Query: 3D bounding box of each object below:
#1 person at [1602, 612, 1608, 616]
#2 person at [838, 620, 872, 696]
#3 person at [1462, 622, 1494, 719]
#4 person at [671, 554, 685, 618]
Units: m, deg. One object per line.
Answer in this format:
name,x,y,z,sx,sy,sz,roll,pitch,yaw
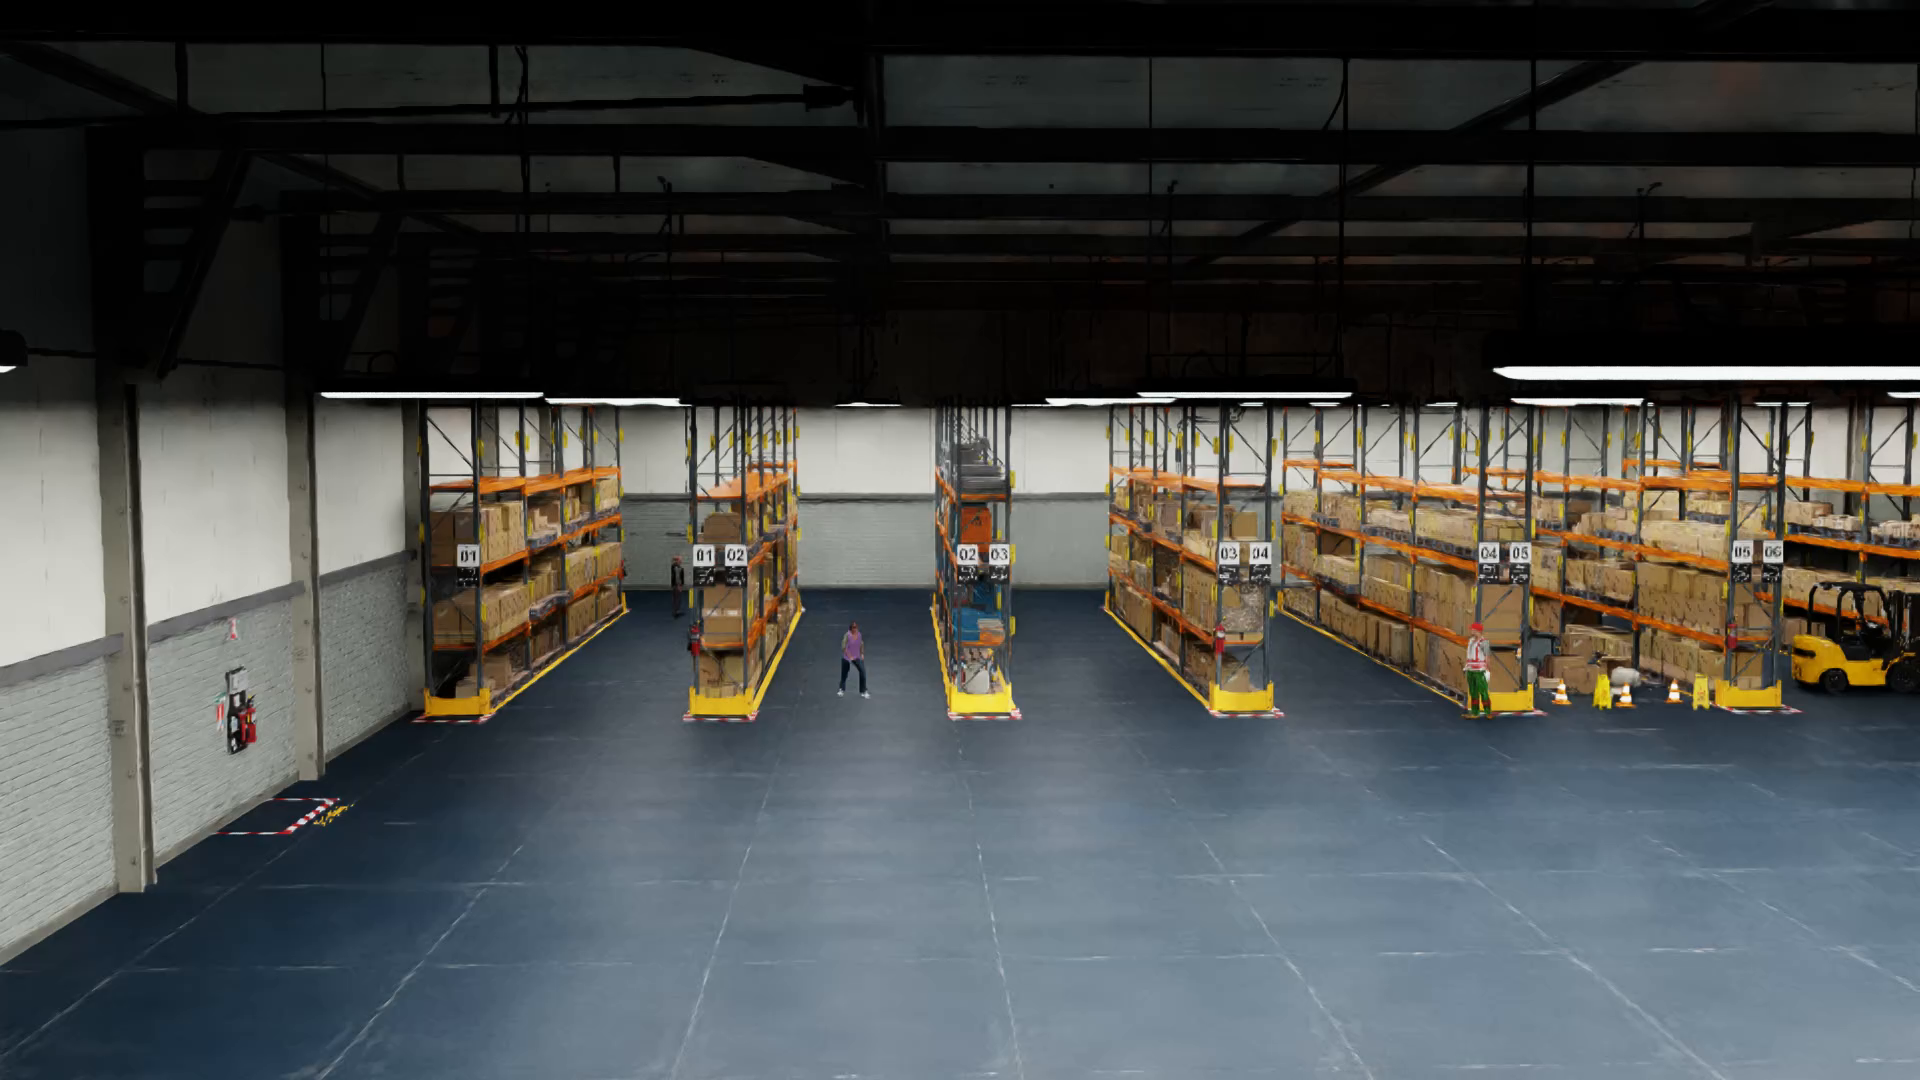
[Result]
person,17.631,1.258,45.989,0.570,1.657,0.590,1,5,10
person,-2.132,2.398,33.126,0.573,1.422,0.763,-2,5,-21
person,9.597,2.414,30.793,0.457,1.793,0.670,-2,5,-21
person,-7.747,1.244,45.727,0.386,1.727,0.654,-1,5,-12
